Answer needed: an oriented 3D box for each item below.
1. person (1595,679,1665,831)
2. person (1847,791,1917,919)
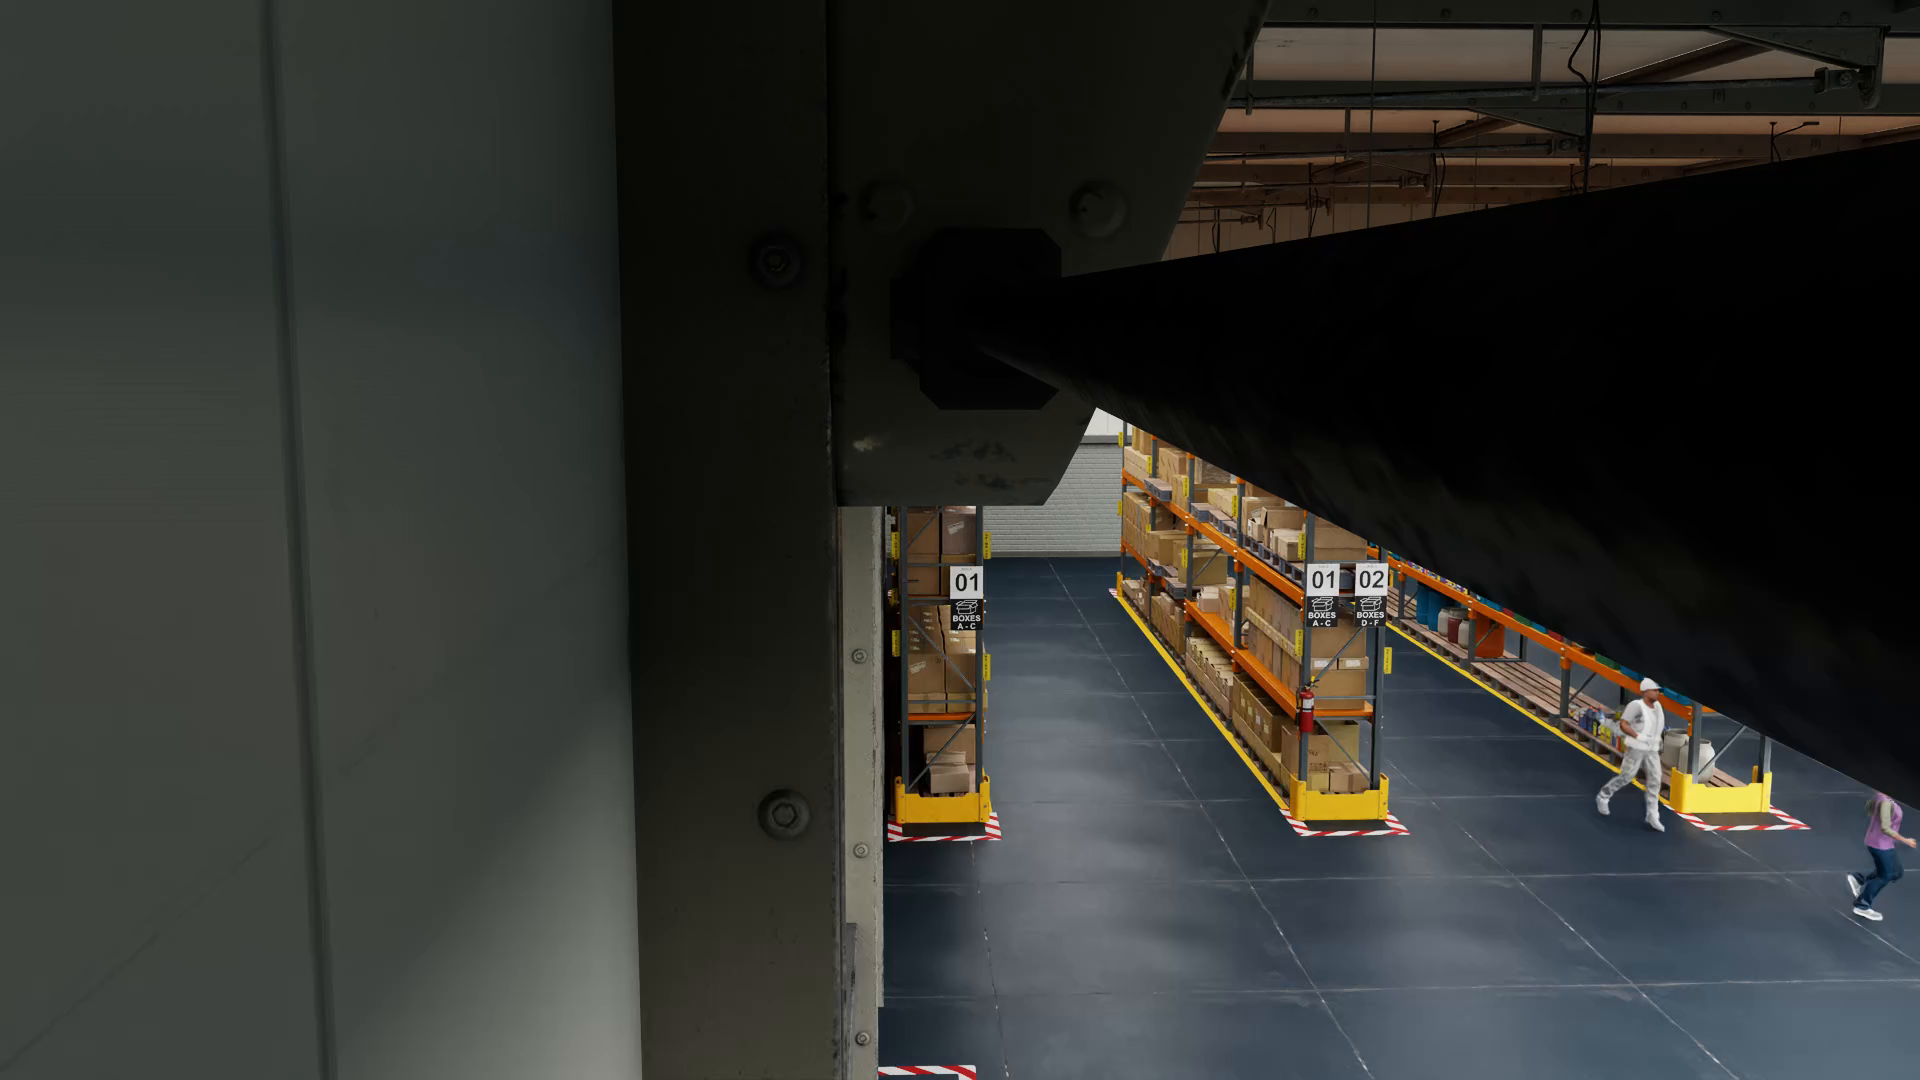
[{"bbox_3d":[8.418,2.585,20.437,0.742,1.772,0.958,-4,9,-24],"label":"person"},{"bbox_3d":[9.570,3.163,17.244,0.603,1.559,0.566,4,9,27],"label":"person"}]
